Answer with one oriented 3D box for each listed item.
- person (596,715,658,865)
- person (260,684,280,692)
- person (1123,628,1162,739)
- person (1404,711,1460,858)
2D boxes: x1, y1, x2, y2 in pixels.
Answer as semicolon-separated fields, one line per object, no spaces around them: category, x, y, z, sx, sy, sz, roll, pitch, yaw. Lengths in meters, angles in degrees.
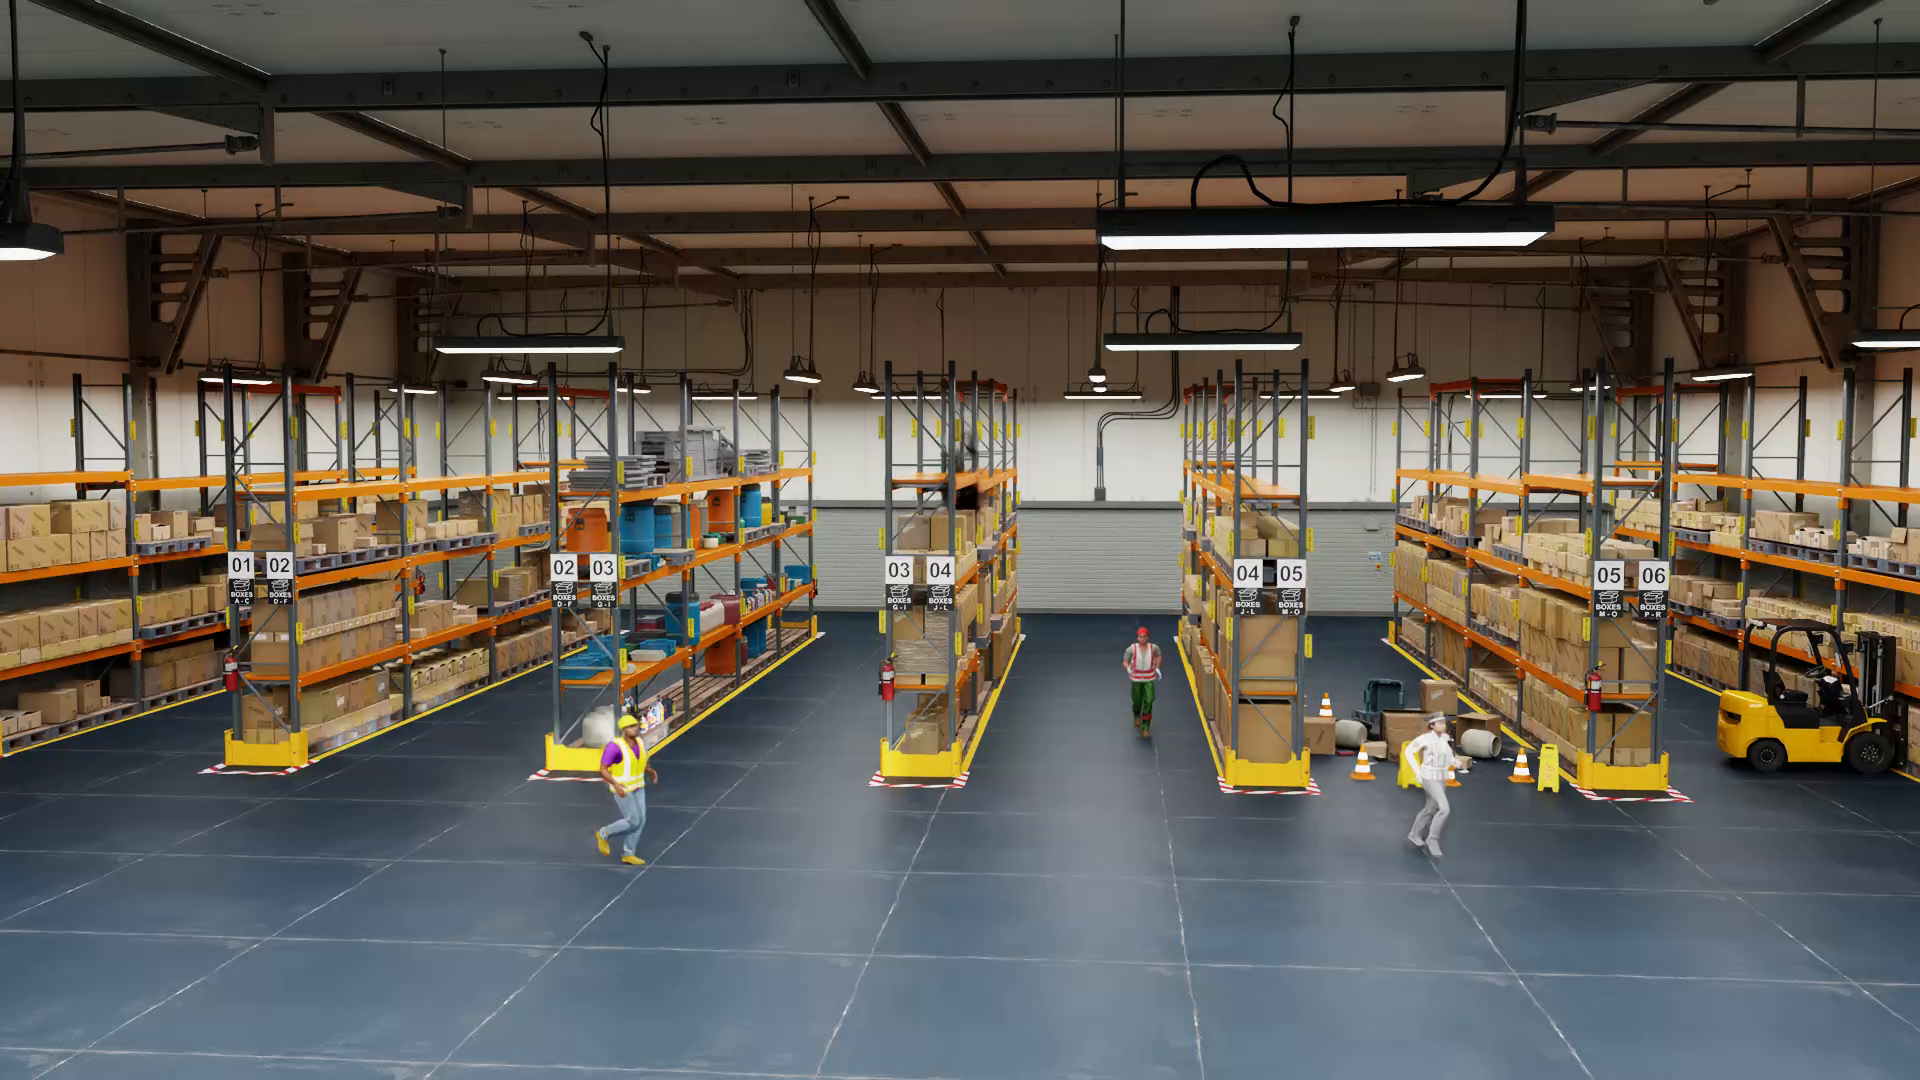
person;-3.856;2.878;19.267;0.632;1.734;0.691;2;4;29
person;-12.091;2.192;29.285;0.639;1.736;0.651;0;4;-5
person;2.997;2.308;27.324;0.634;1.777;0.984;0;4;4
person;5.614;2.875;19.697;0.584;1.741;0.713;-3;5;-36
